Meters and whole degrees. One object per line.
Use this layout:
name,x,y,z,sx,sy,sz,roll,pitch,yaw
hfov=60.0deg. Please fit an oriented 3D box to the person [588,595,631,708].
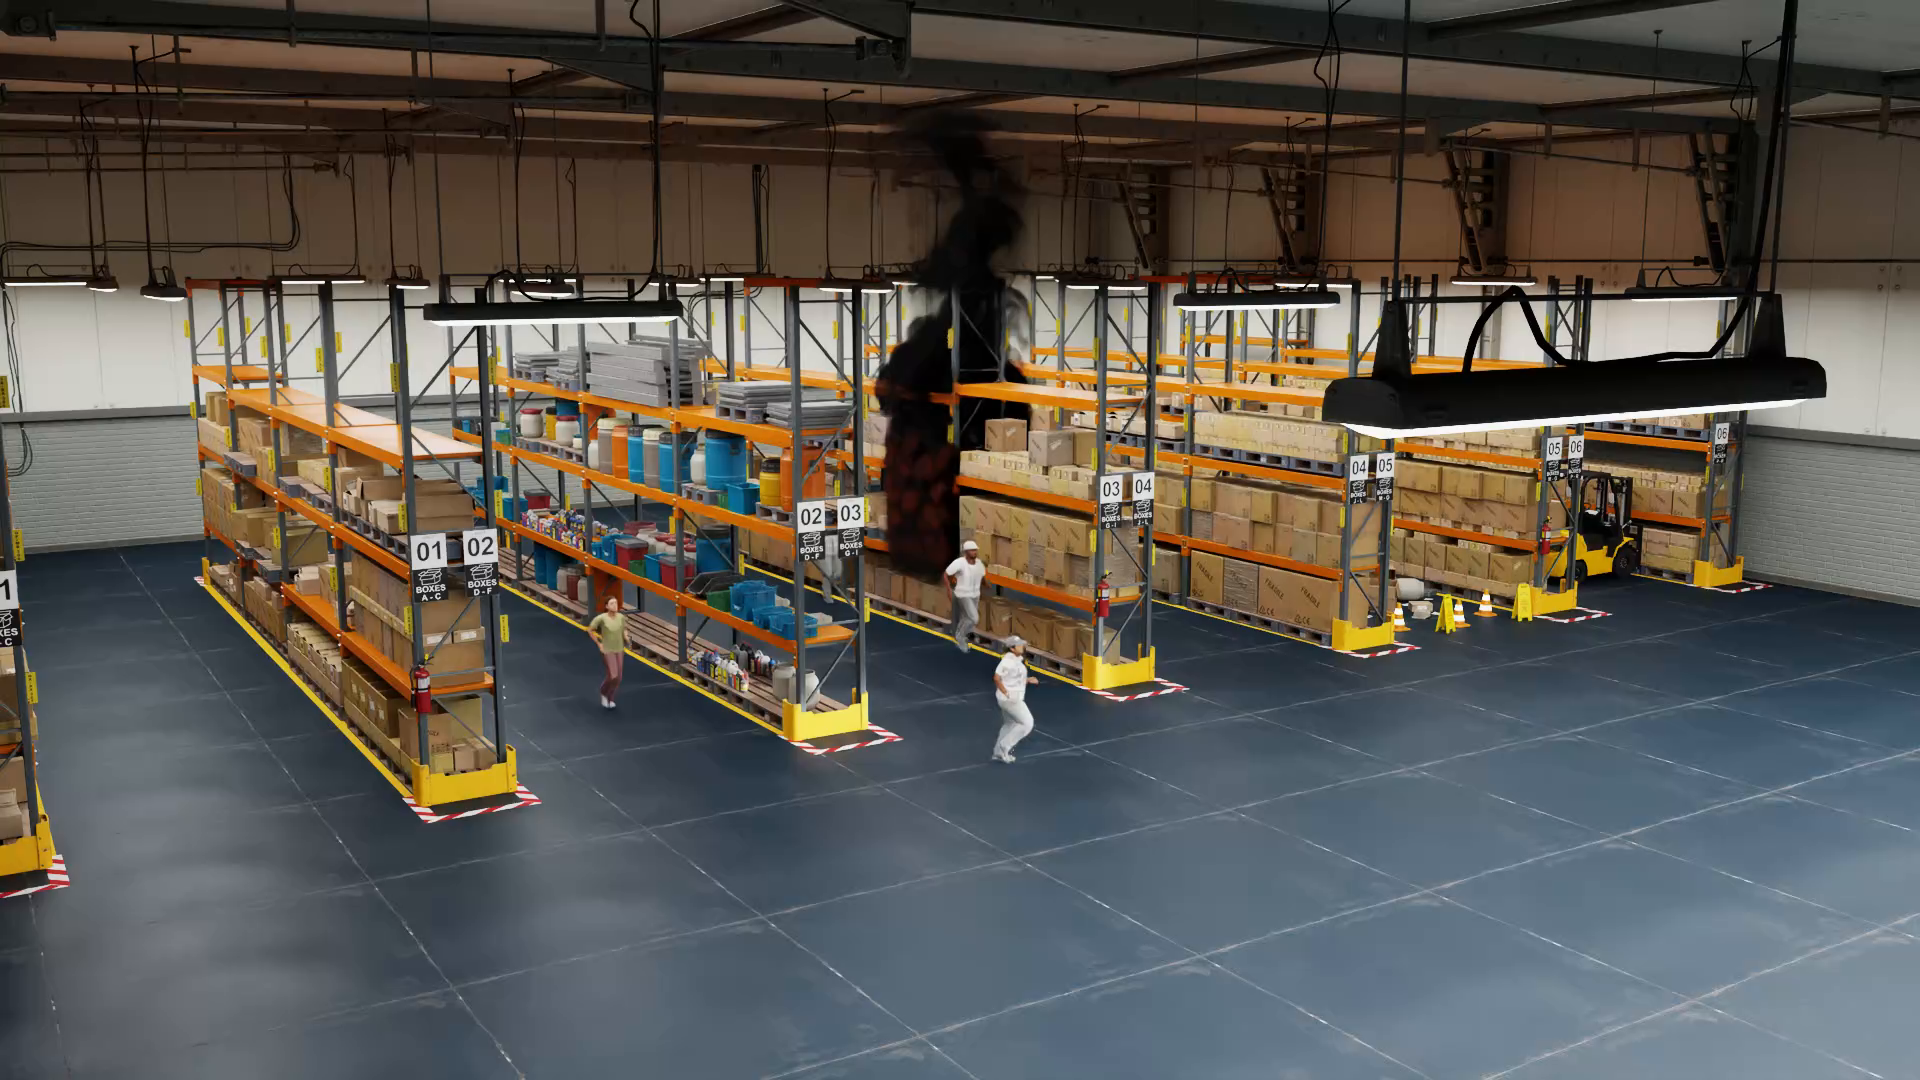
person,-4.920,1.592,23.575,0.555,1.628,0.556,-8,13,-41

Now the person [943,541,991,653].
person,0.153,0.891,25.795,0.680,1.769,0.719,-9,13,-43

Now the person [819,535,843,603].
person,-2.352,0.230,29.686,0.661,1.771,0.510,-6,11,-30

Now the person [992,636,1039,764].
person,0.704,2.012,21.108,0.592,1.633,0.586,1,10,3
